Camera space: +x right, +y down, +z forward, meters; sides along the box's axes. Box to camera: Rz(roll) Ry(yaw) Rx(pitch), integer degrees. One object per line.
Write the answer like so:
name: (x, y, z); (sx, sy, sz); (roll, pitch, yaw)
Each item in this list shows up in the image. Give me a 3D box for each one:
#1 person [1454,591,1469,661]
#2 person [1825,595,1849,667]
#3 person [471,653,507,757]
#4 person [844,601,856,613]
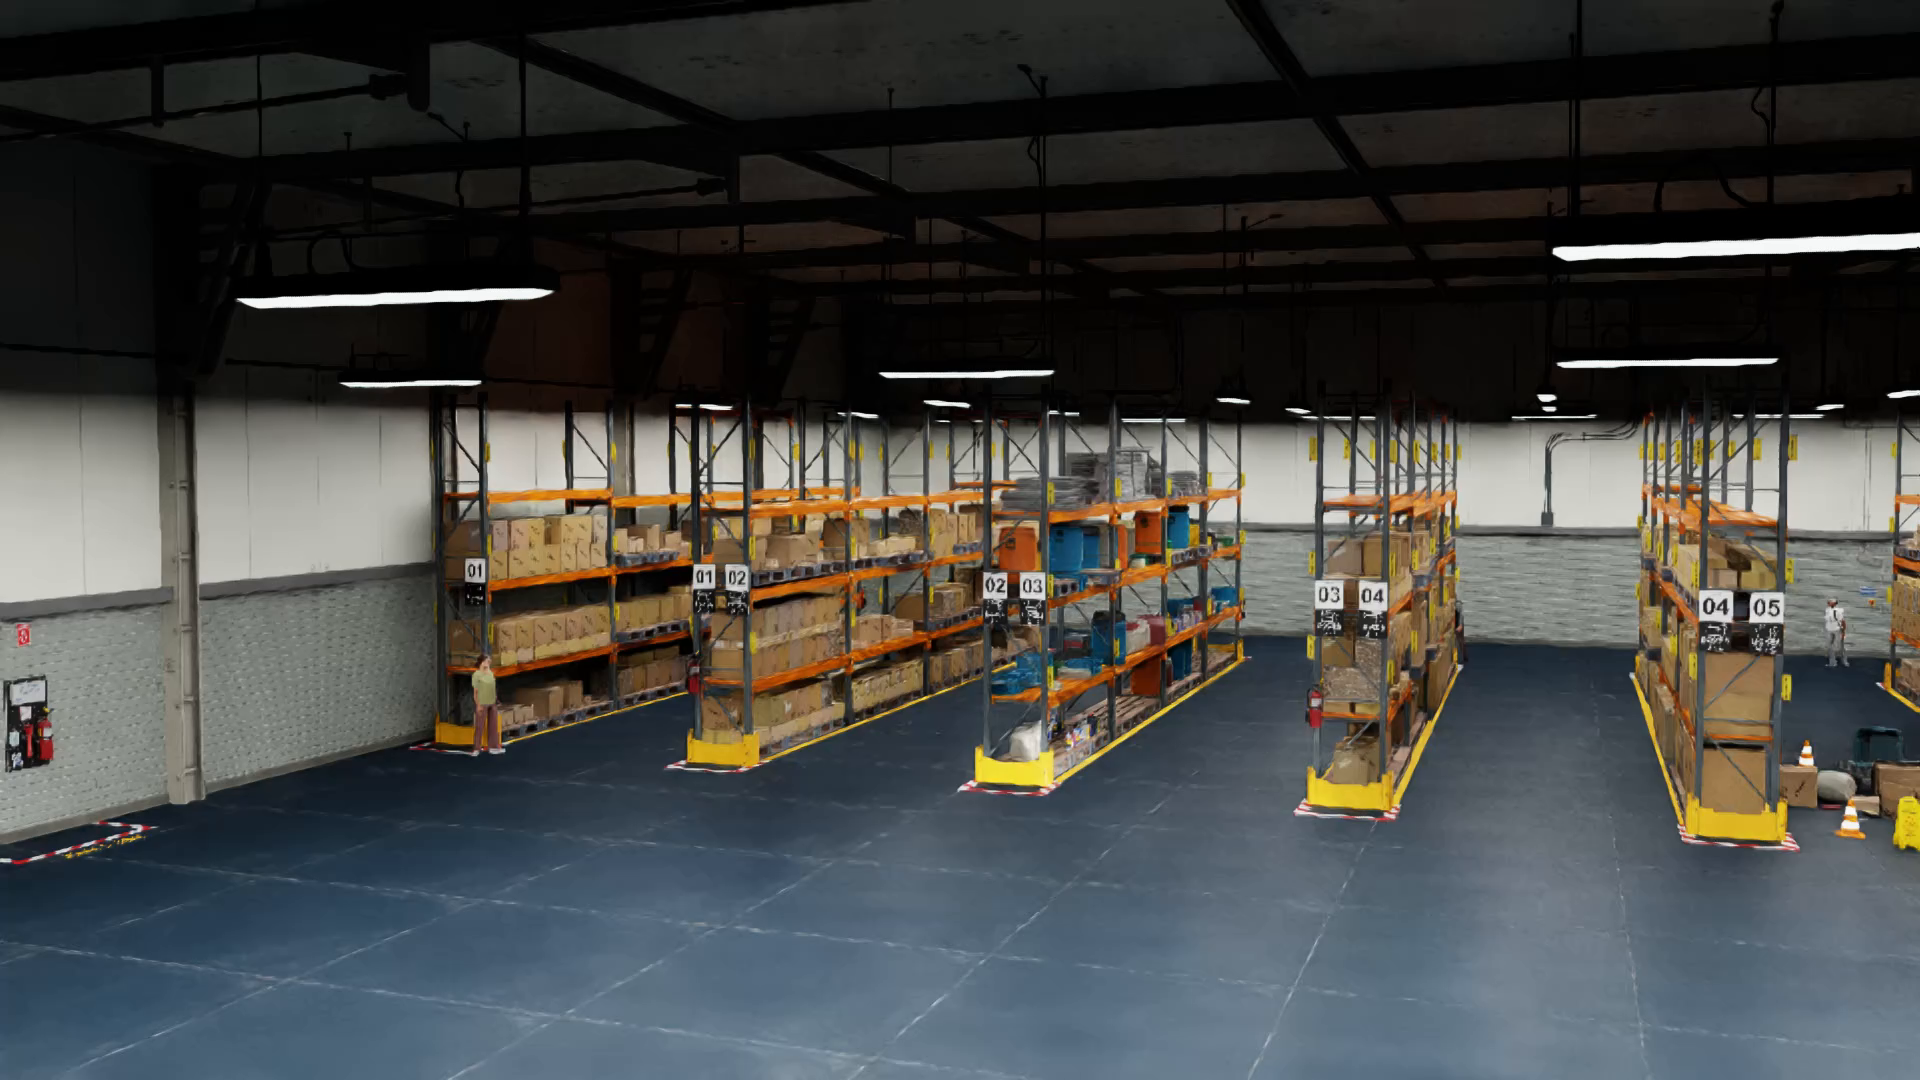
person: (11.807, 2.050, 39.583); (0.589, 1.707, 0.560); (-1, 3, -23)
person: (20.455, 2.114, 38.776); (0.548, 1.662, 0.502); (-2, 4, -34)
person: (-7.780, 2.694, 27.297); (0.381, 1.677, 0.621); (2, 4, 31)
person: (-2.930, 1.797, 44.591); (0.484, 1.677, 0.529); (-2, 4, -32)
